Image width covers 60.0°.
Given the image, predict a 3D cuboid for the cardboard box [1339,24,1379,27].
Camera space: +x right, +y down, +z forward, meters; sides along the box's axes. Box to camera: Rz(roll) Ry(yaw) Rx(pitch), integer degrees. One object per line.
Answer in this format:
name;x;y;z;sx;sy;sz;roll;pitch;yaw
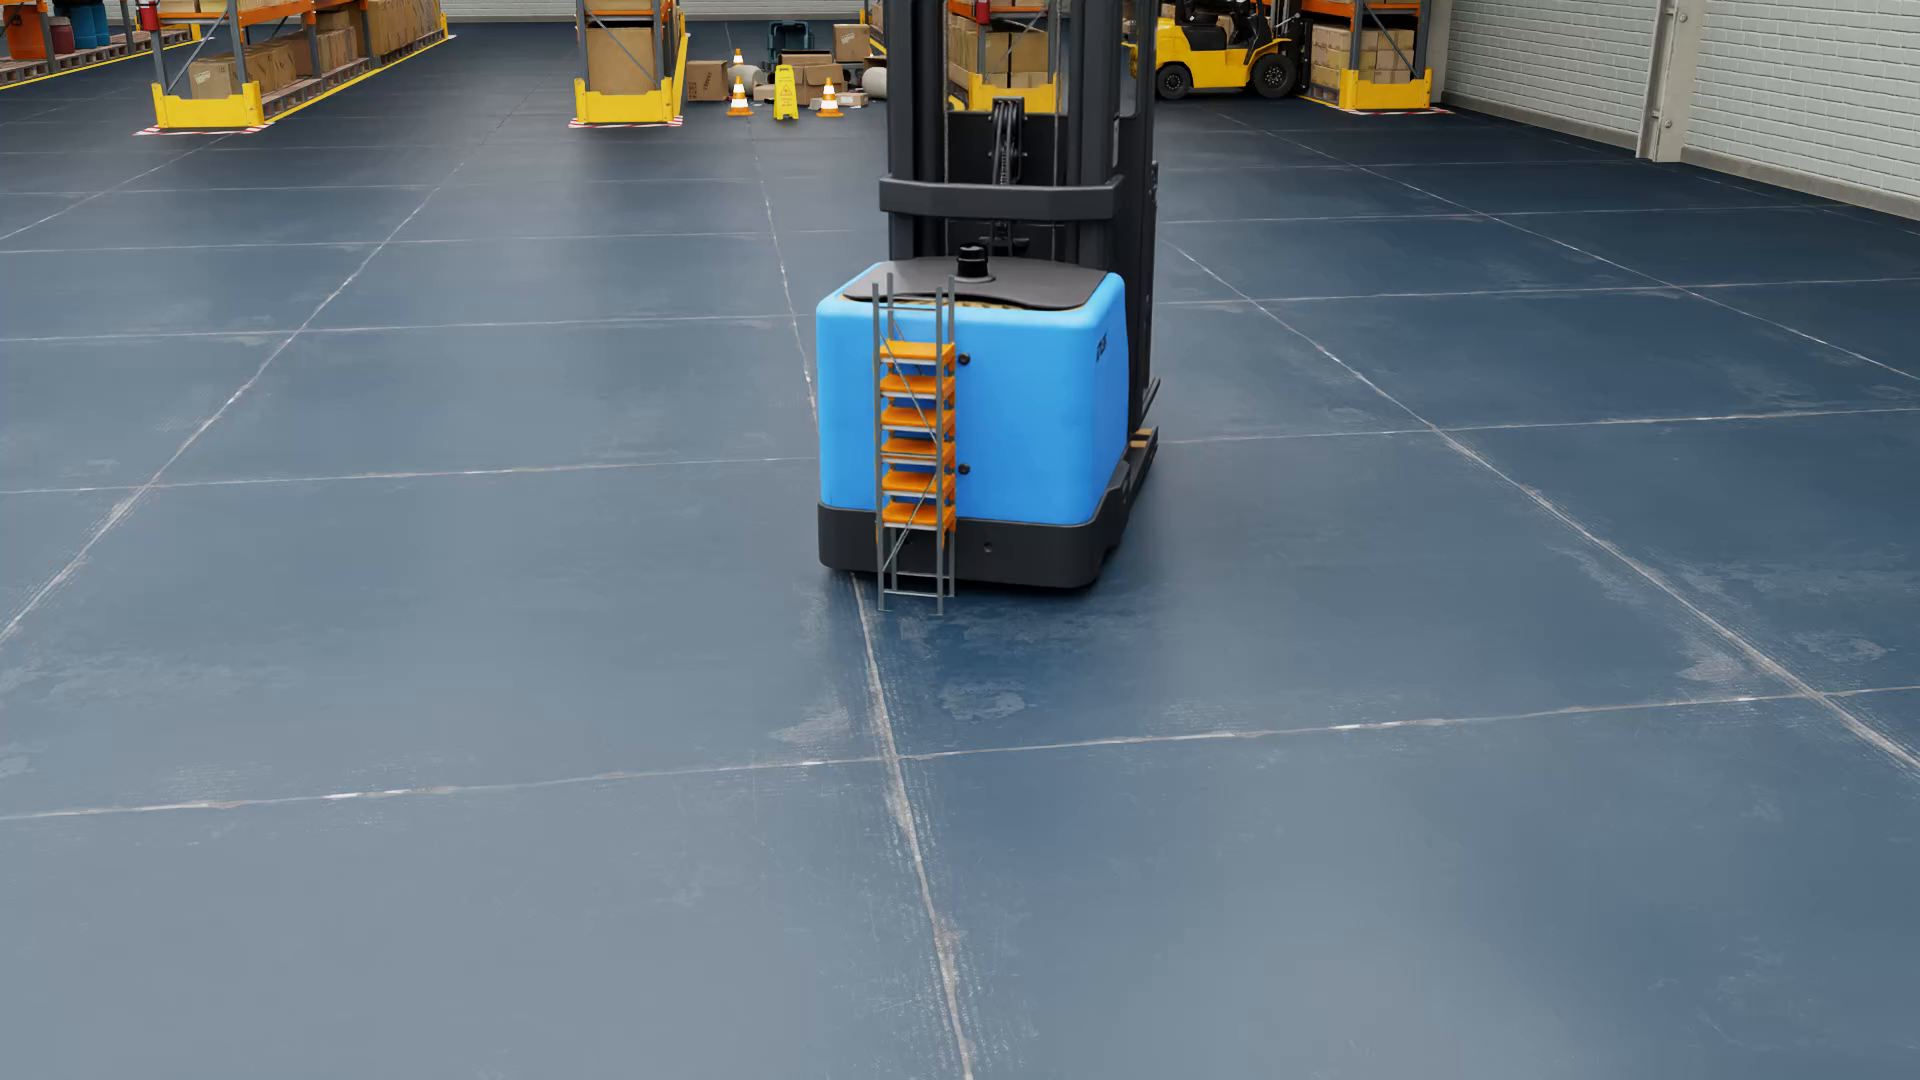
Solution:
cardboard box;5.618;-7.070;23.258;0.500;0.250;0.500;-3;21;-8

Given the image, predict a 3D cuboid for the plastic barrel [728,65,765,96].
plastic barrel;-3.053;-6.496;23.505;0.512;0.421;0.421;12;24;30

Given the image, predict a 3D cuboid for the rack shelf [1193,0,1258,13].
rack shelf;4.772;-8.911;27.314;1.077;0.370;4.000;-3;21;-8

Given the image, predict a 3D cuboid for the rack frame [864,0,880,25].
rack frame;-1.581;-12.458;35.785;1.000;3.000;0.127;-3;21;-8

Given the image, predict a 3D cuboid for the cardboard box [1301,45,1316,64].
cardboard box;5.101;-6.818;23.298;0.500;0.250;0.500;-3;21;-9

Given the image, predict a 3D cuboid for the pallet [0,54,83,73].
pallet;-15.290;-7.903;27.575;1.003;0.211;1.213;-3;21;-8

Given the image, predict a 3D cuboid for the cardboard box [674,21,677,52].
cardboard box;-5.161;-8.687;28.661;0.500;0.500;0.500;-4;21;-10

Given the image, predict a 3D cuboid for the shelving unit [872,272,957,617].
shelving unit;-0.157;-0.326;5.873;0.258;1.200;0.189;5;21;12

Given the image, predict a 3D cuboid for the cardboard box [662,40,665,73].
cardboard box;-4.913;-7.372;24.782;1.050;0.750;0.750;-3;21;-8

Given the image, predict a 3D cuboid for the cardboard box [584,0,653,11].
cardboard box;-4.256;-6.830;20.502;0.875;0.550;0.550;-3;21;-8

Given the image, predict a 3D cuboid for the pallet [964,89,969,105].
pallet;0.633;-5.922;22.269;1.003;0.211;1.213;-3;21;-8

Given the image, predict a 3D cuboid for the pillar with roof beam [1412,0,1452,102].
pillar with roof beam;2.169;-10.050;20.763;9.100;9.000;0.400;-3;21;-8

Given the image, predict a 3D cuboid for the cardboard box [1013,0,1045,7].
cardboard box;0.882;-6.929;21.340;0.380;0.149;0.250;-3;21;-8

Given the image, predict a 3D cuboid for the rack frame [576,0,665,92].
rack frame;-4.158;-6.634;20.191;1.000;3.000;0.127;-3;21;-8

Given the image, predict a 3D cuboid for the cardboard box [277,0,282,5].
cardboard box;-9.134;-7.106;21.814;0.380;0.149;0.250;-3;21;-8

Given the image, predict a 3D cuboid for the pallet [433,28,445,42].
pallet;-11.194;-10.379;34.204;1.003;0.211;1.213;-3;21;-8

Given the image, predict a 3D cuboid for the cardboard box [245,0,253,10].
cardboard box;-8.924;-6.587;20.423;0.380;0.149;0.250;-3;21;-8

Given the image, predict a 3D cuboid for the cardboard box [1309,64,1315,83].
cardboard box;5.131;-6.572;23.354;0.500;0.250;0.500;-3;21;-7

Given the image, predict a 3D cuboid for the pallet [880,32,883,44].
pallet;-1.036;-10.034;33.280;1.003;0.211;1.213;-3;21;-8

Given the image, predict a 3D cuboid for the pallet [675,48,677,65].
pallet;-5.422;-8.368;28.819;1.003;0.211;1.213;-3;21;-8

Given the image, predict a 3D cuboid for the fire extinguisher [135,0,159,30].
fire extinguisher;-9.520;-6.320;19.460;0.296;0.674;0.183;-3;21;-8

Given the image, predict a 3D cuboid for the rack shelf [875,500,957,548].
rack shelf;-0.157;-0.059;5.973;0.258;0.103;0.180;5;21;12

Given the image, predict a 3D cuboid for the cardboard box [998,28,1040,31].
cardboard box;0.800;-6.661;22.520;0.500;0.500;0.500;-4;21;-10

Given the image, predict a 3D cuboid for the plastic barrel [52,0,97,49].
plastic barrel;-15.548;-9.103;29.200;0.600;0.901;0.708;-3;21;-8

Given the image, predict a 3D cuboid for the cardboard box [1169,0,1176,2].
cardboard box;4.289;-10.451;32.455;0.380;0.149;0.250;-3;21;-8

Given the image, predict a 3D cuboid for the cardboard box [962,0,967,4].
cardboard box;0.231;-7.179;22.009;0.380;0.149;0.250;-3;21;-7

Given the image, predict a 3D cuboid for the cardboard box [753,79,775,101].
cardboard box;-2.664;-6.236;23.032;0.396;0.266;0.258;1;20;2

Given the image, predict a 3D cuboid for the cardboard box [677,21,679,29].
cardboard box;-5.623;-9.931;32.067;0.380;0.149;0.250;-2;21;-5

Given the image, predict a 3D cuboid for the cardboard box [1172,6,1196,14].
cardboard box;4.105;-9.708;30.466;0.380;0.149;0.250;-2;21;-6

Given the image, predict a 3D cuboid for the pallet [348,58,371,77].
pallet;-10.123;-7.612;26.794;1.003;0.211;1.213;-3;21;-8

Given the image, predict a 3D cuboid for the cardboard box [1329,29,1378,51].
cardboard box;5.262;-6.691;22.244;0.500;0.250;0.500;-2;21;-6

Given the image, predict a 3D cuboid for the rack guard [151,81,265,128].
rack guard;-9.092;-5.274;20.122;1.175;0.500;0.348;-3;21;-8

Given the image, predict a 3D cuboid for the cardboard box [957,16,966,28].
cardboard box;0.164;-7.049;22.632;0.380;0.149;0.250;-2;21;-5

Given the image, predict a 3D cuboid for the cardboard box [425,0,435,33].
cardboard box;-11.084;-10.627;33.319;0.875;0.875;0.875;-3;21;-8

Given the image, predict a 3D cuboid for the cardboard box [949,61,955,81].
cardboard box;0.134;-6.626;23.500;0.500;0.250;0.500;-3;21;-8

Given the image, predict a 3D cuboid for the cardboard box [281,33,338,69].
cardboard box;-9.856;-7.412;25.218;0.700;0.500;0.500;-5;21;-12

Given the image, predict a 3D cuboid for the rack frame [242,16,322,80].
rack frame;-9.657;-7.804;23.323;1.000;3.000;0.127;-3;21;-8

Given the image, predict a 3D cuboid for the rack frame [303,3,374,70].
rack frame;-10.234;-9.189;27.031;1.000;3.000;0.127;-3;21;-8

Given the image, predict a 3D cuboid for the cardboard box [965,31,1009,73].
cardboard box;0.352;-6.443;21.937;0.500;0.500;0.500;-3;21;-7

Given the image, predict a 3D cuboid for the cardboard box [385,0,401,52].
cardboard box;-10.434;-8.939;28.799;1.225;0.875;0.875;-3;21;-8

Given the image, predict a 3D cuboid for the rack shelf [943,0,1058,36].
rack shelf;0.438;-7.274;22.933;1.077;0.370;4.000;-3;21;-8

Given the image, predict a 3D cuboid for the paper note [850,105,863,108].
paper note;-1.380;-5.755;22.080;0.148;0.019;0.142;-11;23;-26

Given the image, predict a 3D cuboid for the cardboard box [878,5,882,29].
cardboard box;-1.246;-10.915;34.714;0.875;0.438;0.875;-2;21;-6

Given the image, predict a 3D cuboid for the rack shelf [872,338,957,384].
rack shelf;-0.157;-0.621;5.763;0.258;0.103;0.180;5;21;12

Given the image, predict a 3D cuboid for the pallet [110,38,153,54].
pallet;-15.856;-9.270;31.234;1.003;0.211;1.213;-3;21;-8

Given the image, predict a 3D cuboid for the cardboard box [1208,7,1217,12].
cardboard box;4.705;-9.559;30.068;0.380;0.149;0.250;-2;21;-6

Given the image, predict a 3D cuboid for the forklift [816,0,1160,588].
forklift;0.297;-1.680;7.024;1.130;2.935;3.031;5;21;12

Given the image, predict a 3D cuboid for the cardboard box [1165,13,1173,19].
cardboard box;4.070;-9.456;30.720;0.500;0.500;0.500;-2;21;-5

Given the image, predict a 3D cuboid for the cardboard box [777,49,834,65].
cardboard box;-2.176;-6.616;23.518;0.797;0.637;0.503;-3;21;-8

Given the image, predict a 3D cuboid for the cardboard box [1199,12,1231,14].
cardboard box;4.560;-8.808;28.805;0.875;0.625;0.625;-2;21;-6

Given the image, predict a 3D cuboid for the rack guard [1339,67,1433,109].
rack guard;5.641;-5.991;22.042;1.175;0.500;0.348;-3;21;-8

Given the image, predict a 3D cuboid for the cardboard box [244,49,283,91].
cardboard box;-9.382;-6.280;22.215;0.500;0.500;0.500;-5;21;-13
